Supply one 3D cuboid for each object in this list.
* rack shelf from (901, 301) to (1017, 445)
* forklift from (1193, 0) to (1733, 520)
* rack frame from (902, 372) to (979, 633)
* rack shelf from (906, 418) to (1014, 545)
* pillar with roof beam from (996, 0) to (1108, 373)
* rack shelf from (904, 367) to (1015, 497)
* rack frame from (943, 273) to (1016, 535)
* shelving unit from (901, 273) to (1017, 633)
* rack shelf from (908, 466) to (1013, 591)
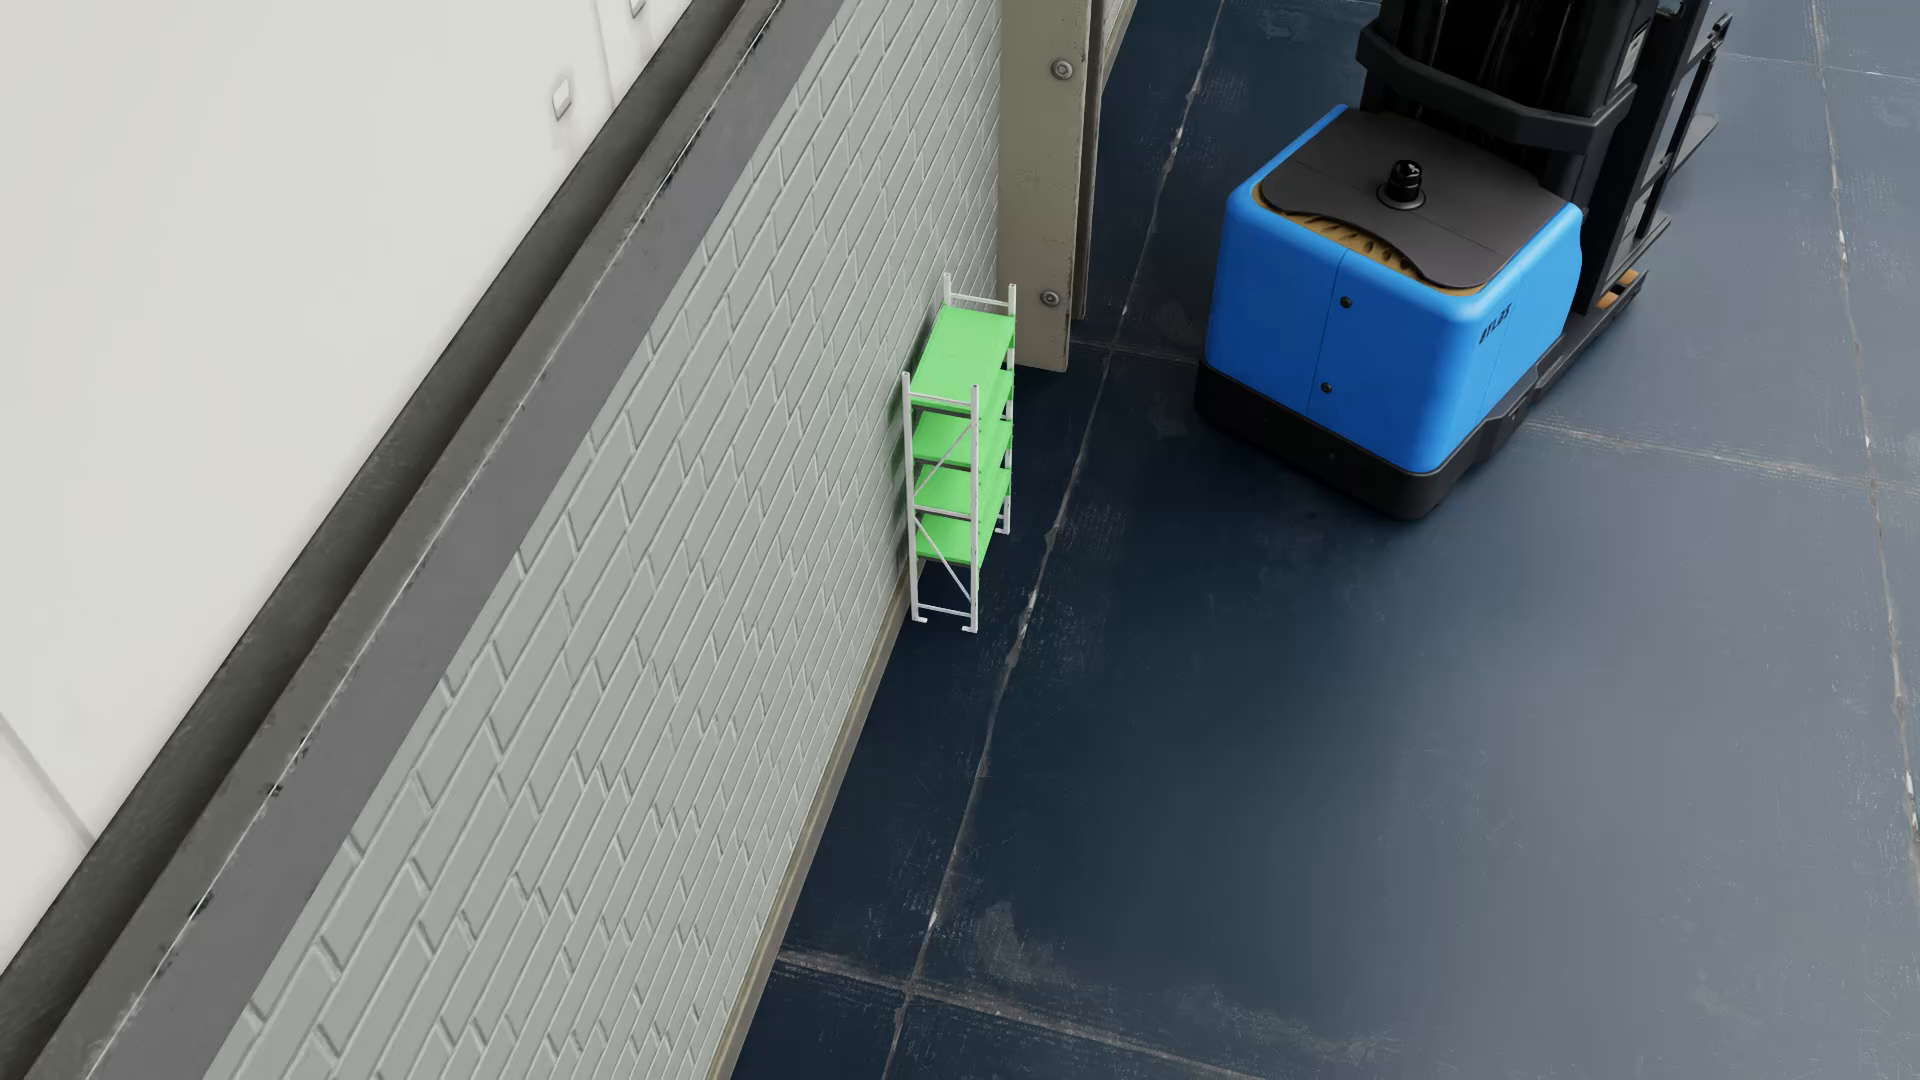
[{"bbox_3d":[0.002,-0.545,5.374,0.258,0.148,0.480,11,49,10],"label":"rack shelf"},{"bbox_3d":[2.272,-2.082,6.133,1.130,2.935,3.031,33,56,25],"label":"forklift"},{"bbox_3d":[-0.058,-0.092,5.530,0.240,1.200,0.015,11,49,10],"label":"rack frame"},{"bbox_3d":[0.004,-0.226,5.734,0.258,0.148,0.480,11,49,10],"label":"rack shelf"},{"bbox_3d":[4.489,-2.992,2.889,9.100,9.000,0.400,12,50,10],"label":"pillar with roof beam"},{"bbox_3d":[0.003,-0.386,5.554,0.258,0.148,0.480,11,49,10],"label":"rack shelf"},{"bbox_3d":[0.066,-0.446,5.842,0.240,1.200,0.015,11,49,10],"label":"rack frame"},{"bbox_3d":[0.004,-0.269,5.686,0.258,1.200,0.503,11,49,10],"label":"shelving unit"},{"bbox_3d":[0.005,-0.067,5.914,0.258,0.148,0.480,11,49,10],"label":"rack shelf"}]
